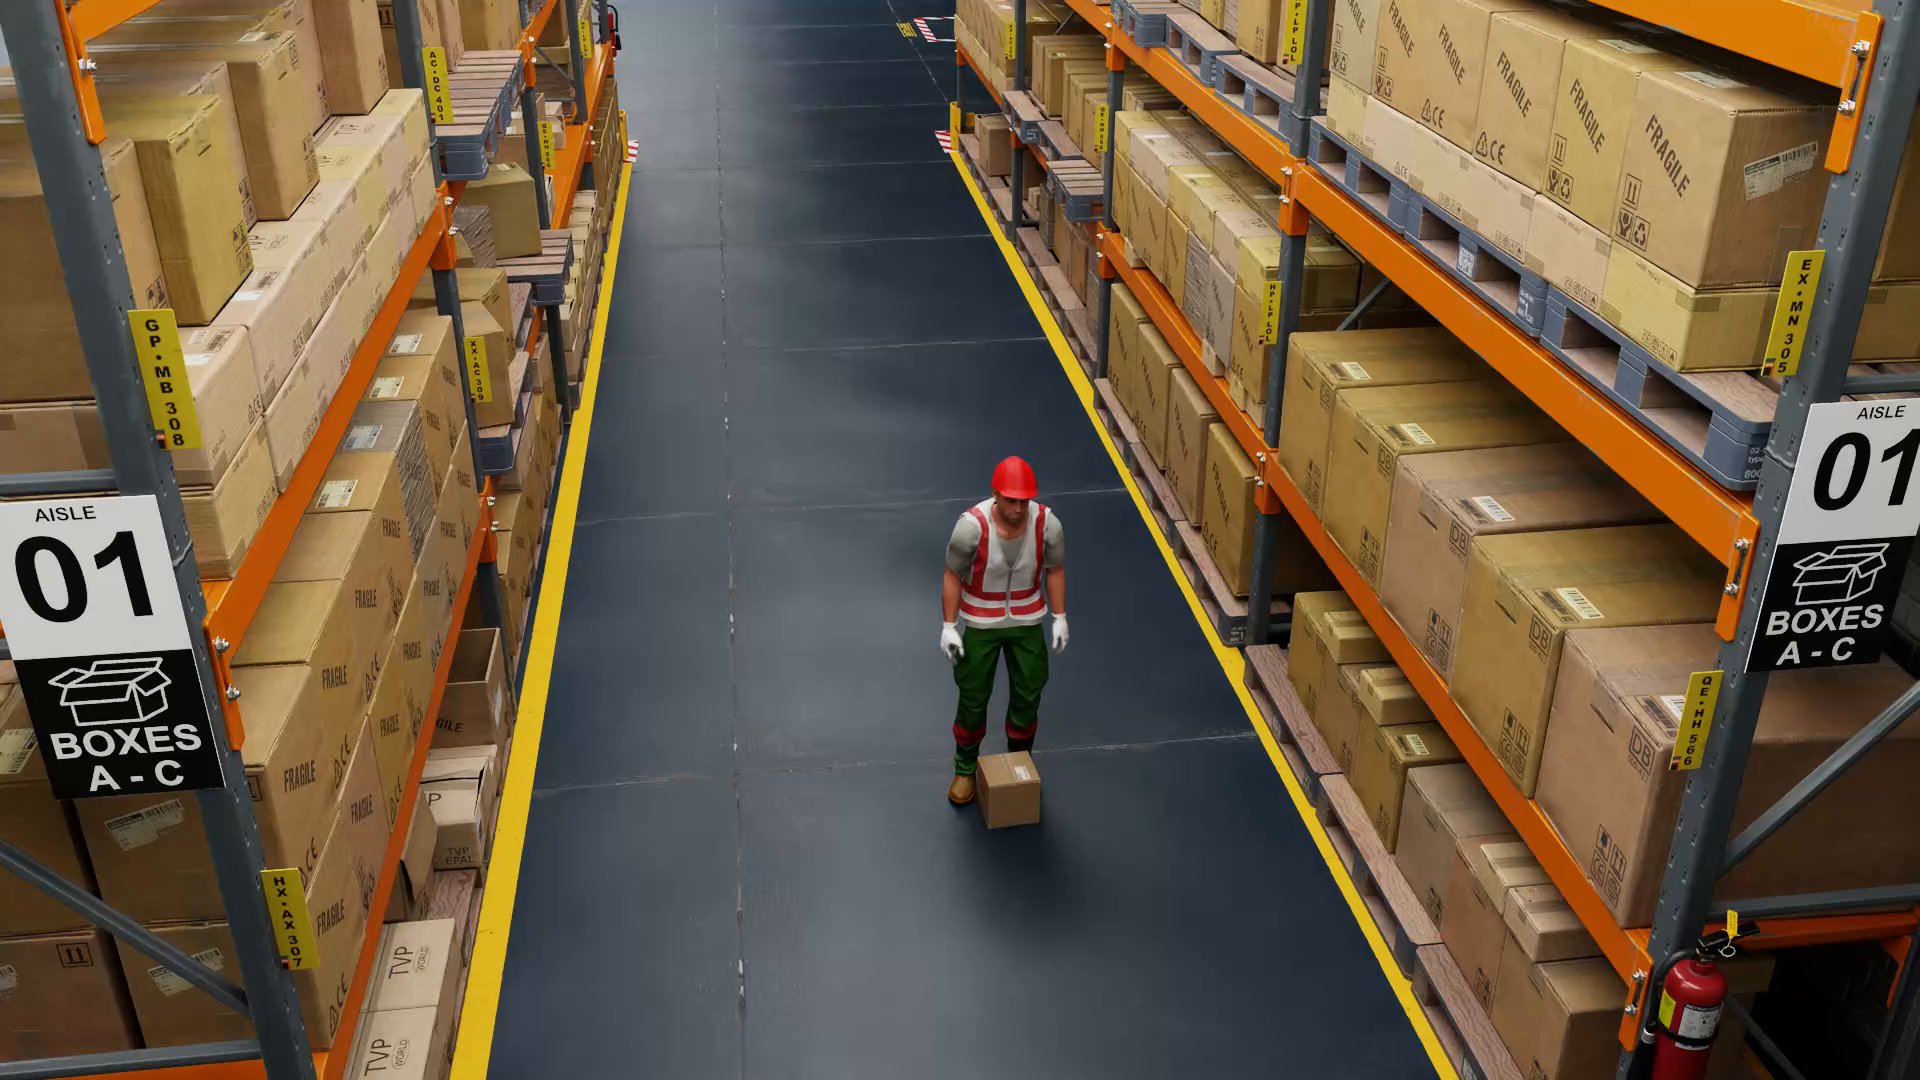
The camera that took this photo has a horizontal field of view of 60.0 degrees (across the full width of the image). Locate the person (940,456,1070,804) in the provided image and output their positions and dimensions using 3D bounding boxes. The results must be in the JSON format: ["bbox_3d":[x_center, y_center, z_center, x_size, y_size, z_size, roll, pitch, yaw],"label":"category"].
[{"bbox_3d":[0.210,0.410,7.792,0.623,1.779,0.452,-4,27,-9],"label":"person"}]
